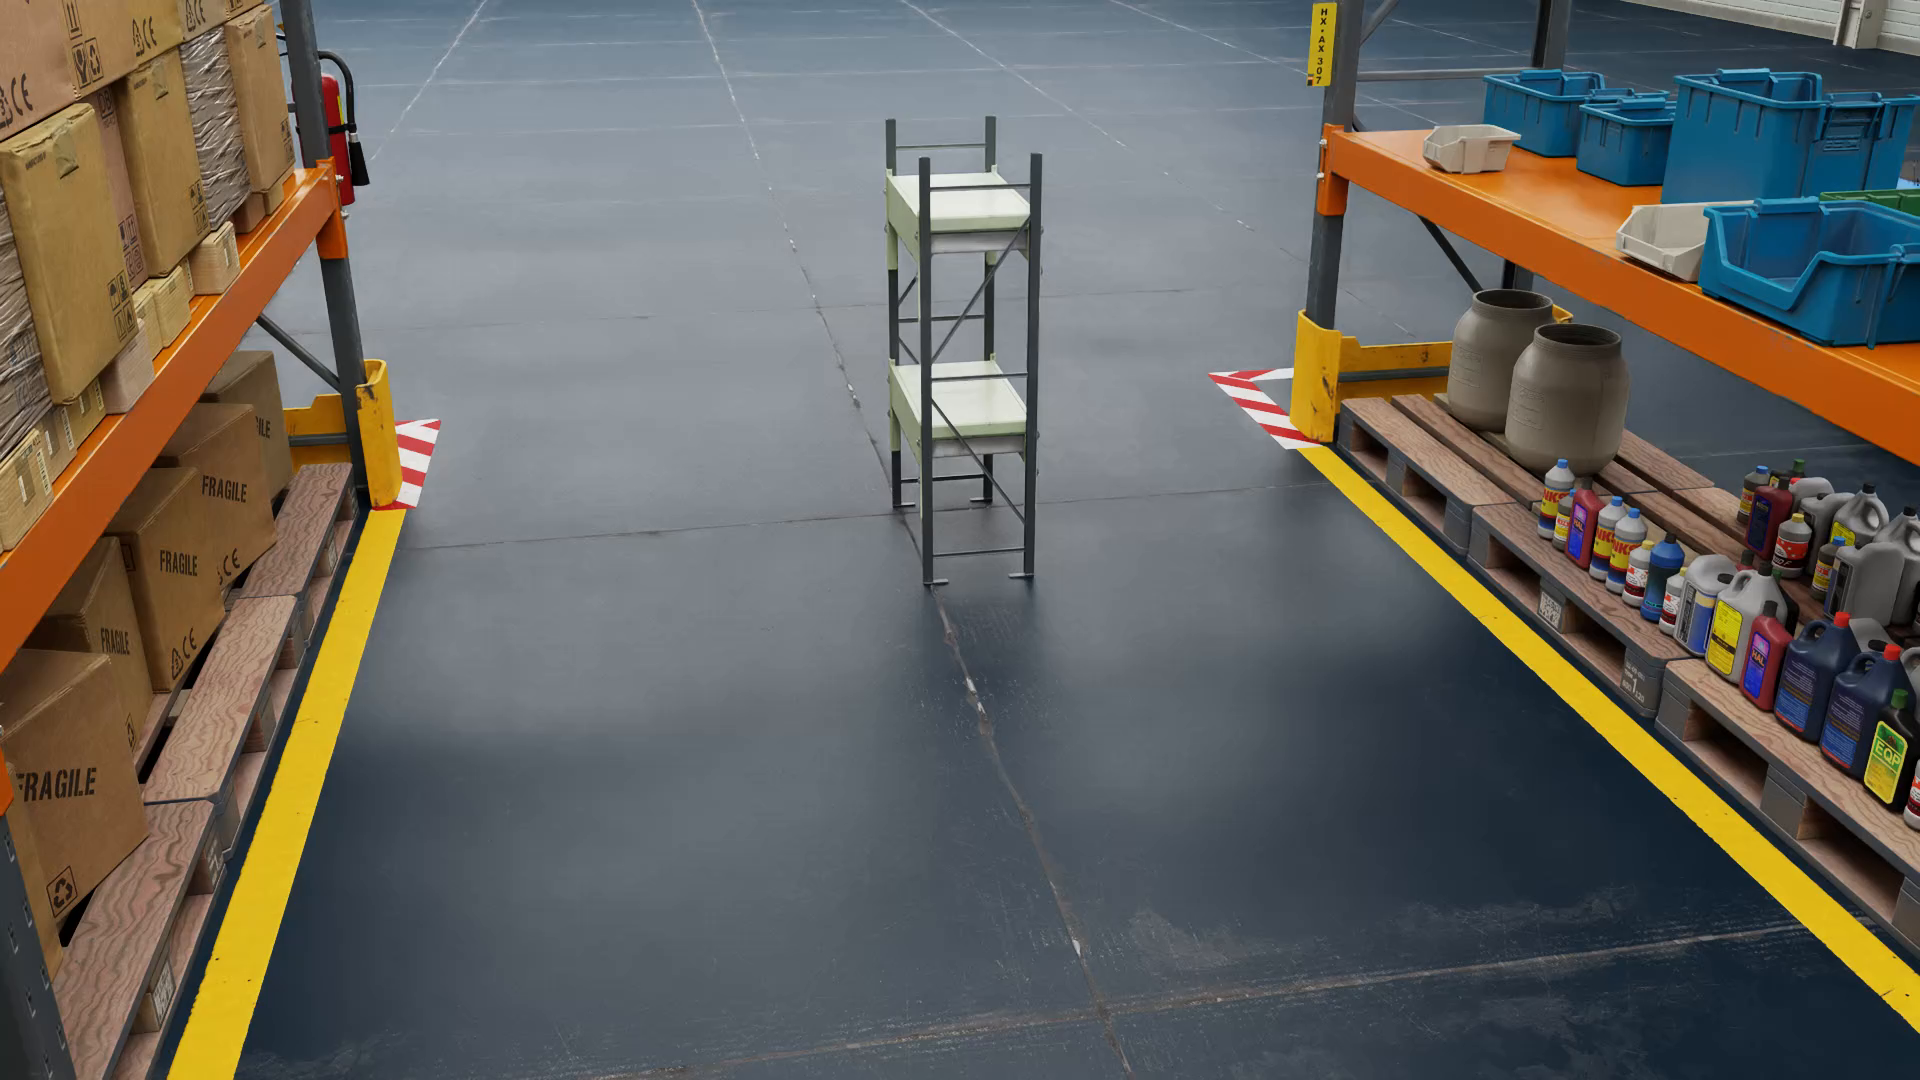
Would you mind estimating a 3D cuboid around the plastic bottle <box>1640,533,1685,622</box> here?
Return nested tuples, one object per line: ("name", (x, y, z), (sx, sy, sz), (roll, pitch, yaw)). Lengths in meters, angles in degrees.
("plastic bottle", (2.164, 0.109, 5.113), (0.097, 0.271, 0.097), (0, 24, 0))

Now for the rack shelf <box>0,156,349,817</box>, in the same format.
("rack shelf", (-2.482, -0.447, 4.425), (1.077, 0.370, 4.000), (-4, 24, -10))

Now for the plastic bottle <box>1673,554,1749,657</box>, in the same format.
("plastic bottle", (2.232, 0.191, 4.918), (0.152, 0.276, 0.135), (-4, 24, -9))

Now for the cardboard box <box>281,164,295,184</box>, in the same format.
("cardboard box", (-2.596, -1.352, 5.911), (0.380, 0.149, 0.250), (-4, 24, -10))

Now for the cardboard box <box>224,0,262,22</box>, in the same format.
("cardboard box", (-2.409, -1.810, 4.900), (0.500, 0.500, 0.500), (-4, 24, -10))

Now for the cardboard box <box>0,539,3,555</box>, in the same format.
("cardboard box", (-1.856, 0.018, 2.775), (0.380, 0.149, 0.250), (-4, 24, -10))

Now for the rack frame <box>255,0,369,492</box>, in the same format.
("rack frame", (-2.852, -1.564, 6.082), (1.000, 3.000, 0.127), (-4, 24, -10))

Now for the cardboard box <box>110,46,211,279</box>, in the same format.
("cardboard box", (-2.436, -0.942, 4.163), (0.875, 0.500, 0.500), (-4, 24, -10))

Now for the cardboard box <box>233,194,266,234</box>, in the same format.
("cardboard box", (-2.423, -1.059, 5.241), (0.380, 0.149, 0.250), (-4, 24, -10))

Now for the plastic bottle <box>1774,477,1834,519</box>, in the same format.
("plastic bottle", (2.806, -0.092, 5.567), (0.152, 0.276, 0.135), (-4, 24, -9))

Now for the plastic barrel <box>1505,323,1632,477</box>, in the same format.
("plastic barrel", (2.305, -0.532, 6.304), (0.421, 0.512, 0.421), (0, 24, 0))

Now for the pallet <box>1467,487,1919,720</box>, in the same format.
("pallet", (2.443, 0.173, 5.590), (1.003, 0.211, 1.213), (-4, 24, -10))

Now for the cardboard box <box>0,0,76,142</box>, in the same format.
("cardboard box", (-2.039, -1.023, 3.099), (0.500, 0.500, 0.500), (-4, 24, -10))

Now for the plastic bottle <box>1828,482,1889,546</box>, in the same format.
("plastic bottle", (2.866, -0.007, 5.279), (0.144, 0.351, 0.185), (-3, 24, -8))

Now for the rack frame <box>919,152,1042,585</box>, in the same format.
("rack frame", (0.066, -0.546, 5.626), (0.400, 1.500, 0.023), (-4, 24, -10))

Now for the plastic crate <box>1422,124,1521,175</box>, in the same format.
("plastic crate", (1.865, -1.434, 6.114), (0.298, 0.136, 0.250), (-4, 24, -10))

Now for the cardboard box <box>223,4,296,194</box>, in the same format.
("cardboard box", (-2.567, -1.340, 5.073), (0.875, 0.500, 0.500), (-4, 24, -10))

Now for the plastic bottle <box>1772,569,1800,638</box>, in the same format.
("plastic bottle", (2.354, 0.234, 4.810), (0.061, 0.283, 0.133), (-4, 24, -10))

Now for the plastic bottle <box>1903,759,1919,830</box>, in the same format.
("plastic bottle", (2.382, 0.604, 4.065), (0.097, 0.201, 0.097), (0, 24, 0))

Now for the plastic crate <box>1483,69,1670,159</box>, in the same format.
("plastic crate", (2.403, -1.687, 6.551), (0.499, 0.251, 0.616), (-4, 24, -10))

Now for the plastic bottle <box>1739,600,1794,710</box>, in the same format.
("plastic bottle", (2.247, 0.318, 4.619), (0.061, 0.283, 0.133), (-3, 24, -6))

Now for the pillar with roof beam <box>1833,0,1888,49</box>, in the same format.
("pillar with roof beam", (6.282, -9.603, 16.994), (9.100, 9.000, 0.400), (-4, 24, -10))

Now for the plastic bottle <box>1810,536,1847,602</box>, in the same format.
("plastic bottle", (2.756, 0.087, 5.249), (0.097, 0.201, 0.097), (0, 24, 0))

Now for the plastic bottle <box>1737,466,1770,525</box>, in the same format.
("plastic bottle", (2.786, -0.159, 5.814), (0.097, 0.201, 0.097), (0, 24, 0))

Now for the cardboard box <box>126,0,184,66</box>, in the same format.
("cardboard box", (-2.235, -1.416, 3.997), (0.500, 0.500, 0.500), (-4, 24, -10))

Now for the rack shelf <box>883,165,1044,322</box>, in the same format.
("rack shelf", (-0.001, -1.048, 5.800), (0.431, 0.370, 0.720), (-4, 24, -10))

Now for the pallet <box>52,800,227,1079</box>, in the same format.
("pallet", (-2.271, 1.026, 3.637), (1.003, 0.211, 1.213), (-4, 24, -10))

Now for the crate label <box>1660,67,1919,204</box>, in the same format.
("crate label", (2.622, -1.242, 5.303), (0.502, 0.435, 0.616), (-4, 24, -10))

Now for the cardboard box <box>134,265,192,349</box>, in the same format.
("cardboard box", (-2.147, -0.571, 4.123), (0.380, 0.149, 0.250), (-4, 24, -10))

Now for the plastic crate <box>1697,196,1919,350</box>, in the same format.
("plastic crate", (2.284, -0.704, 4.300), (0.499, 0.251, 0.616), (-4, 24, -10))

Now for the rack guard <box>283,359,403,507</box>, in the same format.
("rack guard", (-2.838, -0.388, 6.514), (1.175, 0.500, 0.348), (-4, 24, -10))

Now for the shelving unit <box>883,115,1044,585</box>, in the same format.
("shelving unit", (-0.001, -0.690, 5.956), (0.431, 1.500, 0.755), (-4, 24, -10))

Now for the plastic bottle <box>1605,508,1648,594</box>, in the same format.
("plastic bottle", (2.127, 0.029, 5.295), (0.097, 0.271, 0.097), (0, 24, 0))

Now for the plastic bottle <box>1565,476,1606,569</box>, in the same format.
("plastic bottle", (2.069, -0.060, 5.485), (0.061, 0.283, 0.133), (-4, 24, -9))

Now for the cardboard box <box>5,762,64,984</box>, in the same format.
("cardboard box", (-2.147, 0.803, 3.263), (0.500, 0.500, 0.500), (-5, 24, -11))

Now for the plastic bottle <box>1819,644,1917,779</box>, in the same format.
("plastic bottle", (2.353, 0.424, 4.293), (0.144, 0.351, 0.185), (-5, 24, -11))

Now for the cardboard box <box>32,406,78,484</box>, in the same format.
("cardboard box", (-1.963, -0.178, 3.223), (0.380, 0.149, 0.250), (-4, 24, -10))

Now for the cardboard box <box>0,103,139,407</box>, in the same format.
("cardboard box", (-2.192, -0.553, 3.272), (0.875, 0.500, 0.500), (-4, 24, -10))

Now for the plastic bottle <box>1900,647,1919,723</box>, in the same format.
("plastic bottle", (2.495, 0.413, 4.317), (0.144, 0.351, 0.185), (-4, 24, -10))

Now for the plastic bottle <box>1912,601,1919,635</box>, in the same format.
("plastic bottle", (2.950, 0.188, 5.017), (0.097, 0.201, 0.097), (0, 24, 0))

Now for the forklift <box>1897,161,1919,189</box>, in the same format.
("forklift", (4.653, -1.464, 5.941), (1.130, 2.935, 3.031), (-4, 24, -8))

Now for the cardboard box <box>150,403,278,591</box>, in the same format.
("cardboard box", (-2.608, -0.131, 5.401), (0.500, 0.500, 0.500), (2, 24, 4))

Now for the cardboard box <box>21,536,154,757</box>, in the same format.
("cardboard box", (-2.452, 0.339, 4.324), (0.500, 0.500, 0.500), (-6, 24, -14))

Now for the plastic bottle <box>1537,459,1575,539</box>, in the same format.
("plastic bottle", (2.045, -0.145, 5.694), (0.097, 0.271, 0.097), (0, 24, 0))

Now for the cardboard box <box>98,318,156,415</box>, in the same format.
("cardboard box", (-2.024, -0.377, 3.678), (0.380, 0.149, 0.250), (-4, 24, -10))

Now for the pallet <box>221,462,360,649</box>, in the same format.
("pallet", (-2.722, 0.066, 5.834), (1.003, 0.211, 1.213), (-4, 24, -10))

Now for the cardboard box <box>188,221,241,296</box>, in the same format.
("cardboard box", (-2.215, -0.769, 4.578), (0.380, 0.149, 0.250), (-4, 24, -10))
